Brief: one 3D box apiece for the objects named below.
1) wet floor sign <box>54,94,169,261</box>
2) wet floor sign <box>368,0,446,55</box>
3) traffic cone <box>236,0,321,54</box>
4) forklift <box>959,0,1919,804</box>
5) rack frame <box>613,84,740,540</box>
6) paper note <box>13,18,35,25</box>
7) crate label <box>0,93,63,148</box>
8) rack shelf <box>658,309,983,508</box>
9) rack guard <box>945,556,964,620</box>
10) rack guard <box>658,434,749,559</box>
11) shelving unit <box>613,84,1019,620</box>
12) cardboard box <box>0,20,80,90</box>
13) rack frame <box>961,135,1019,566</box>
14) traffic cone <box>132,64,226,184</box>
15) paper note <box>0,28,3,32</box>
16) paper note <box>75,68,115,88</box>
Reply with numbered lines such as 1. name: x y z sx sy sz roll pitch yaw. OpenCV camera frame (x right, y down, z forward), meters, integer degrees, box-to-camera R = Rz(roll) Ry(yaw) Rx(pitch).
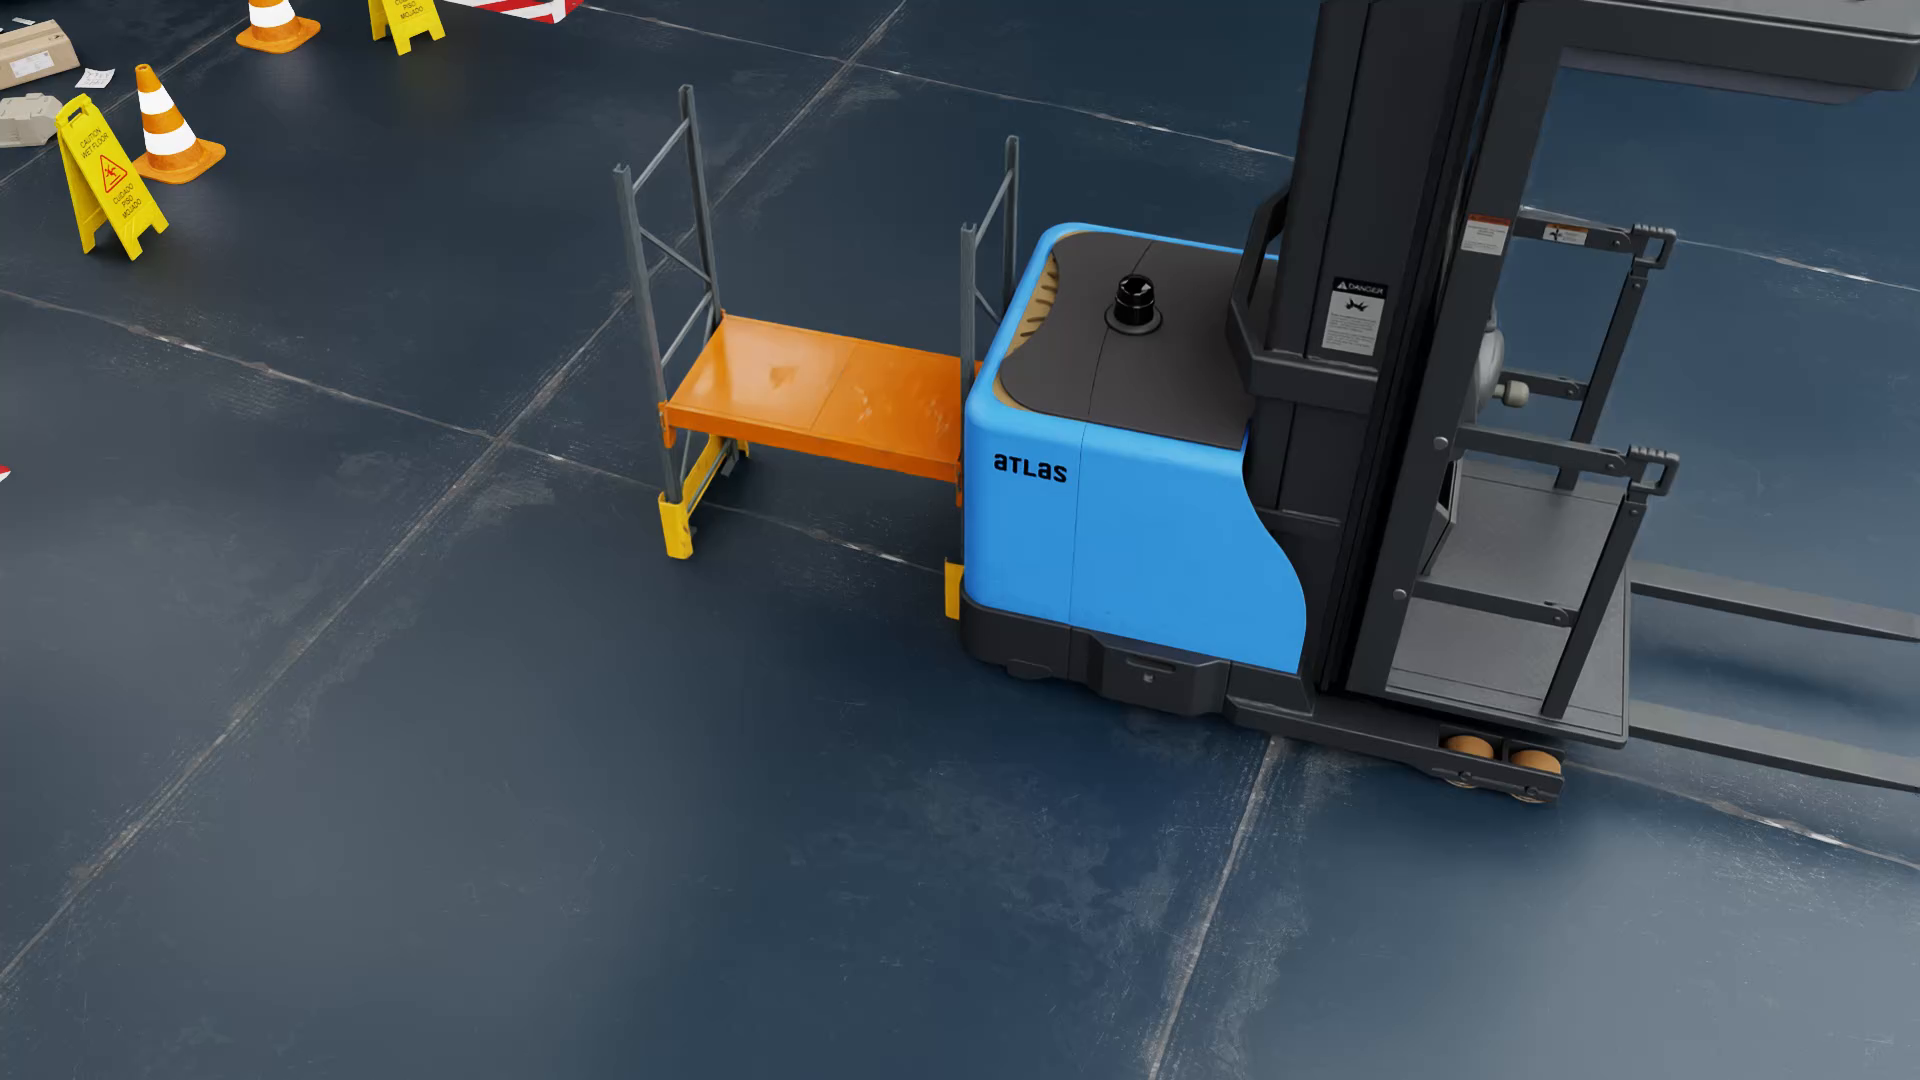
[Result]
1. wet floor sign: -3.520 -1.499 6.799 0.232 0.644 0.267 9 46 9
2. wet floor sign: -2.733 -2.719 8.026 0.232 0.644 0.267 33 54 29
3. traffic cone: -3.390 -2.680 8.115 0.334 0.463 0.336 16 47 16
4. forklift: 1.574 -0.676 4.352 3.031 2.935 1.130 12 46 12
5. rack frame: -0.888 -0.669 5.359 0.032 1.500 0.500 12 46 12
6. paper note: -4.712 -2.610 8.367 0.123 0.001 0.032 16 47 16
7. crate label: -4.253 -1.923 7.585 0.298 0.136 0.250 -5 45 -5
8. rack shelf: -0.401 -0.439 5.383 1.000 0.185 0.538 12 46 12
9. rack guard: 0.068 -0.026 5.598 0.087 0.250 0.587 12 46 12
10. rack guard: -0.887 -0.225 5.799 0.087 0.250 0.587 12 46 12
11. shelving unit: -0.410 -0.568 5.258 1.083 1.500 0.587 12 46 12
12. cardboard box: -4.483 -2.332 7.989 0.380 0.149 0.250 -28 51 -25
13. rack frame: 0.087 -0.465 5.154 0.032 1.500 0.500 12 46 12
14. traffic cone: -3.503 -1.865 7.296 0.334 0.463 0.336 16 47 16
15. paper note: -4.861 -2.535 8.284 0.142 0.019 0.148 33 54 29
16. paper note: -4.135 -2.211 7.950 0.142 0.019 0.148 2 45 2
